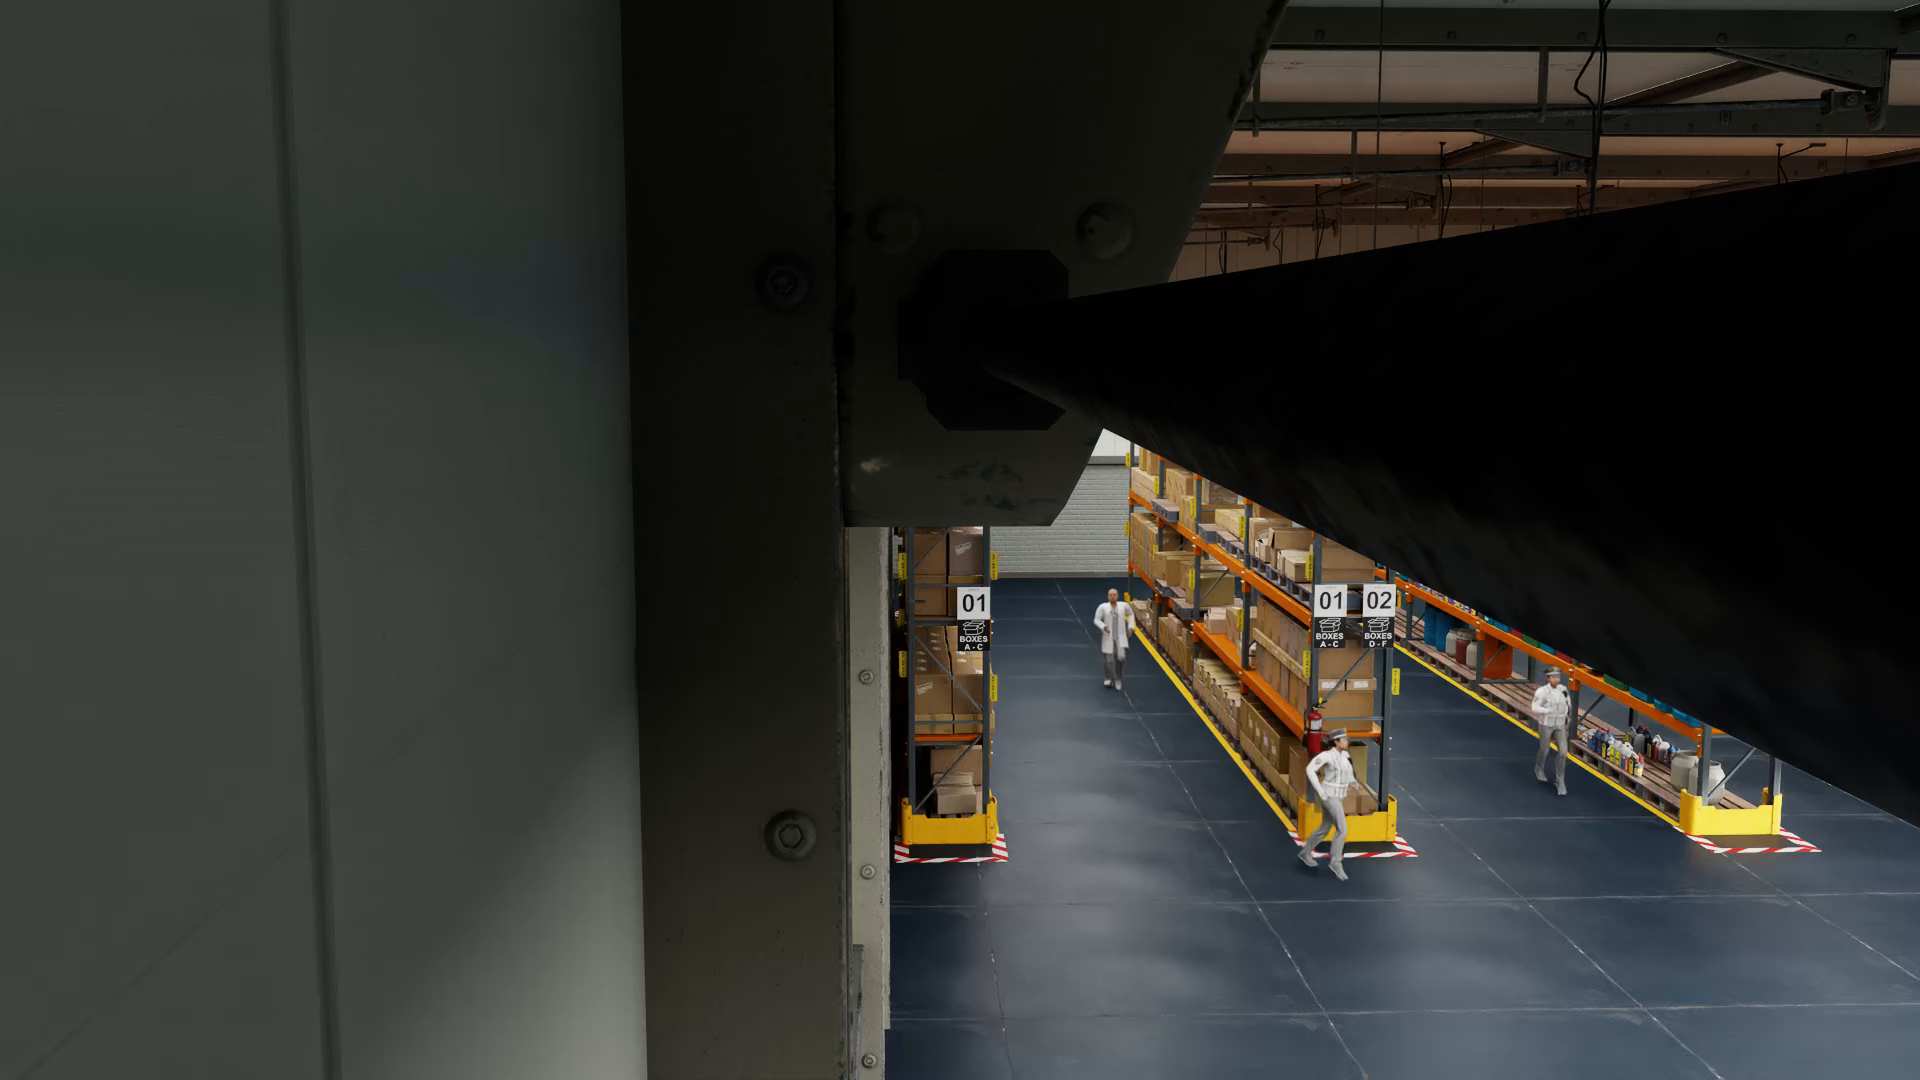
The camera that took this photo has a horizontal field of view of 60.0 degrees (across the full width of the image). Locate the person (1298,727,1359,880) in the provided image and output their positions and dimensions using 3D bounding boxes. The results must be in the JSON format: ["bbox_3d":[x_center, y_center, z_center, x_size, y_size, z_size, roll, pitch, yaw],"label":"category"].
[{"bbox_3d":[4.345,3.036,19.420,0.675,1.726,0.582,6,9,37],"label":"person"}]

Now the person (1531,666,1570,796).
[{"bbox_3d":[8.101,2.577,22.841,0.566,1.752,0.781,0,7,1],"label":"person"}]

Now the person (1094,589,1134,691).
[{"bbox_3d":[2.696,1.742,29.111,0.713,1.785,0.751,0,7,3],"label":"person"}]
